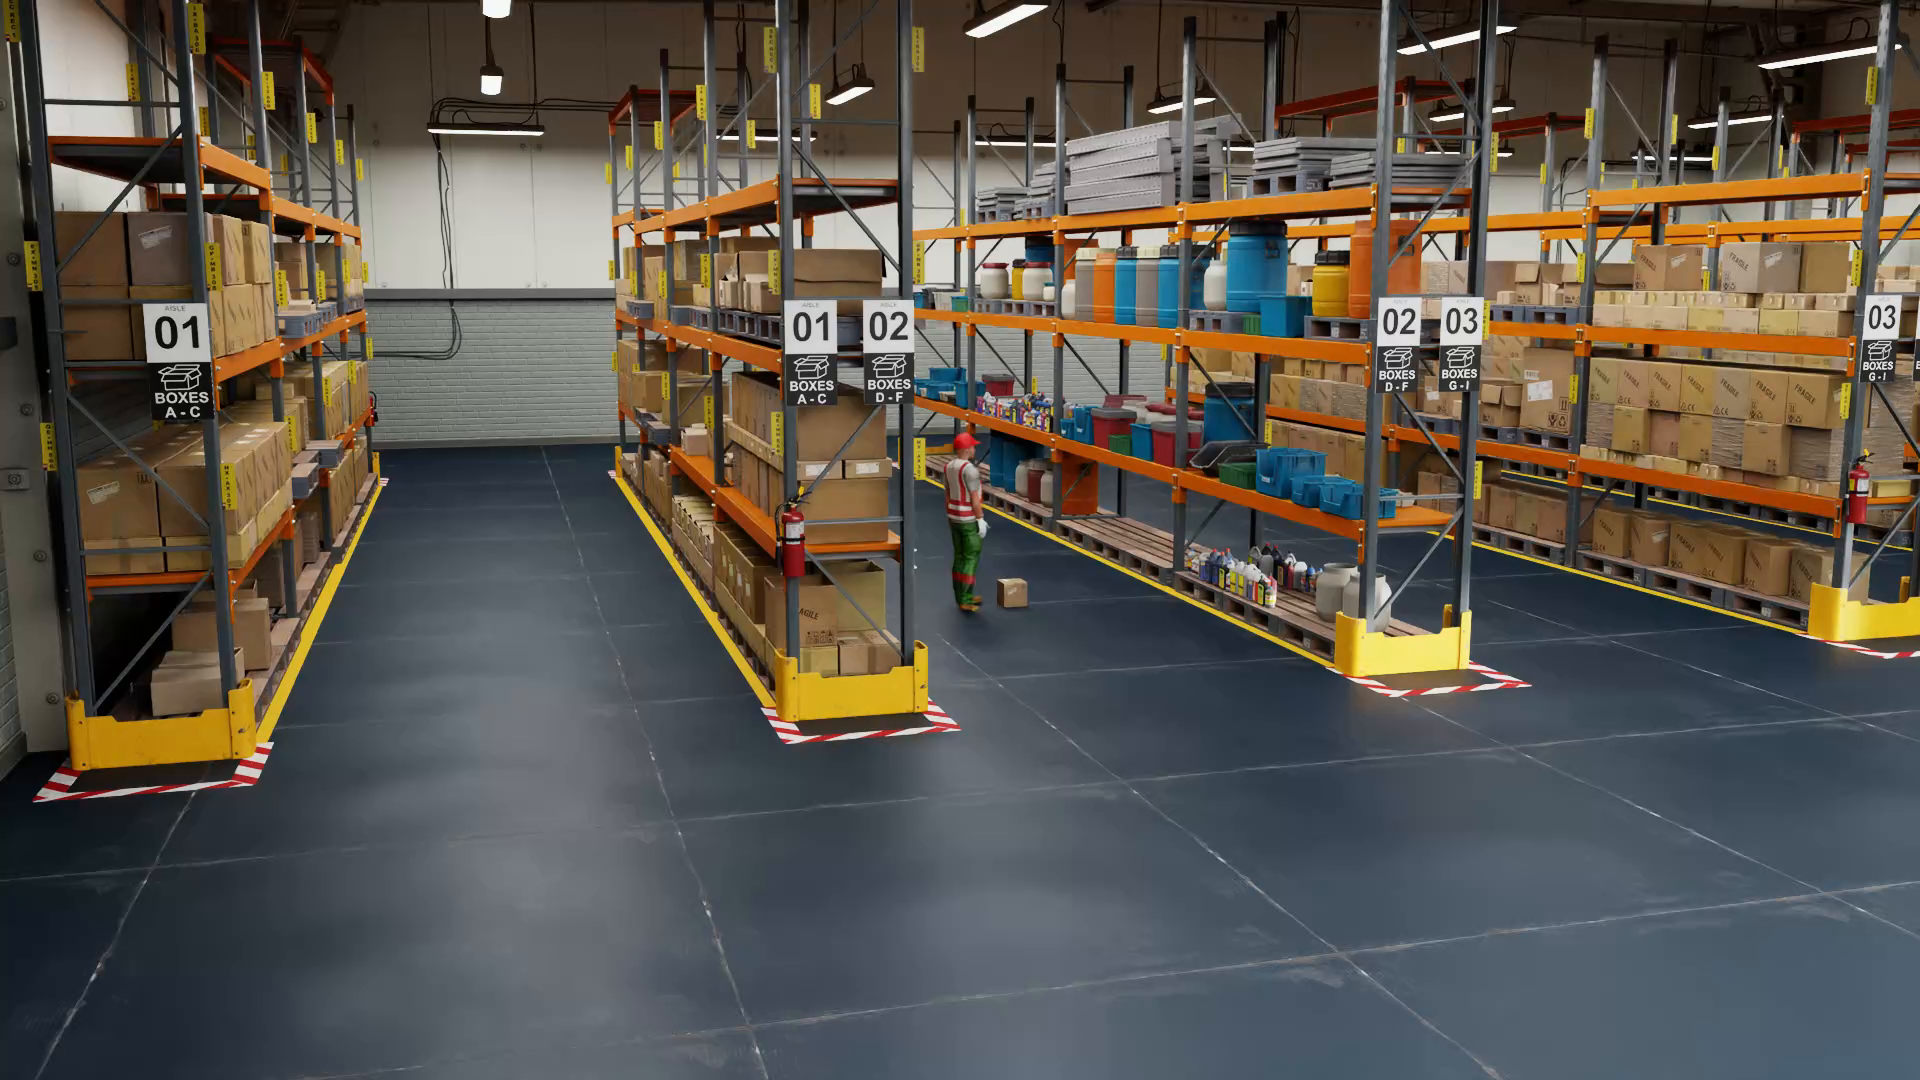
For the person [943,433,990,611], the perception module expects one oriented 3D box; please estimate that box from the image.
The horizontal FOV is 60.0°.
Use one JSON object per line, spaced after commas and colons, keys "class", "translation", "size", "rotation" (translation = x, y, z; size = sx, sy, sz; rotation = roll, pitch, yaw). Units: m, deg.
{"class": "person", "translation": [0.090, -0.190, 17.004], "size": [0.447, 1.822, 0.572], "rotation": [-5, 11, -31]}
